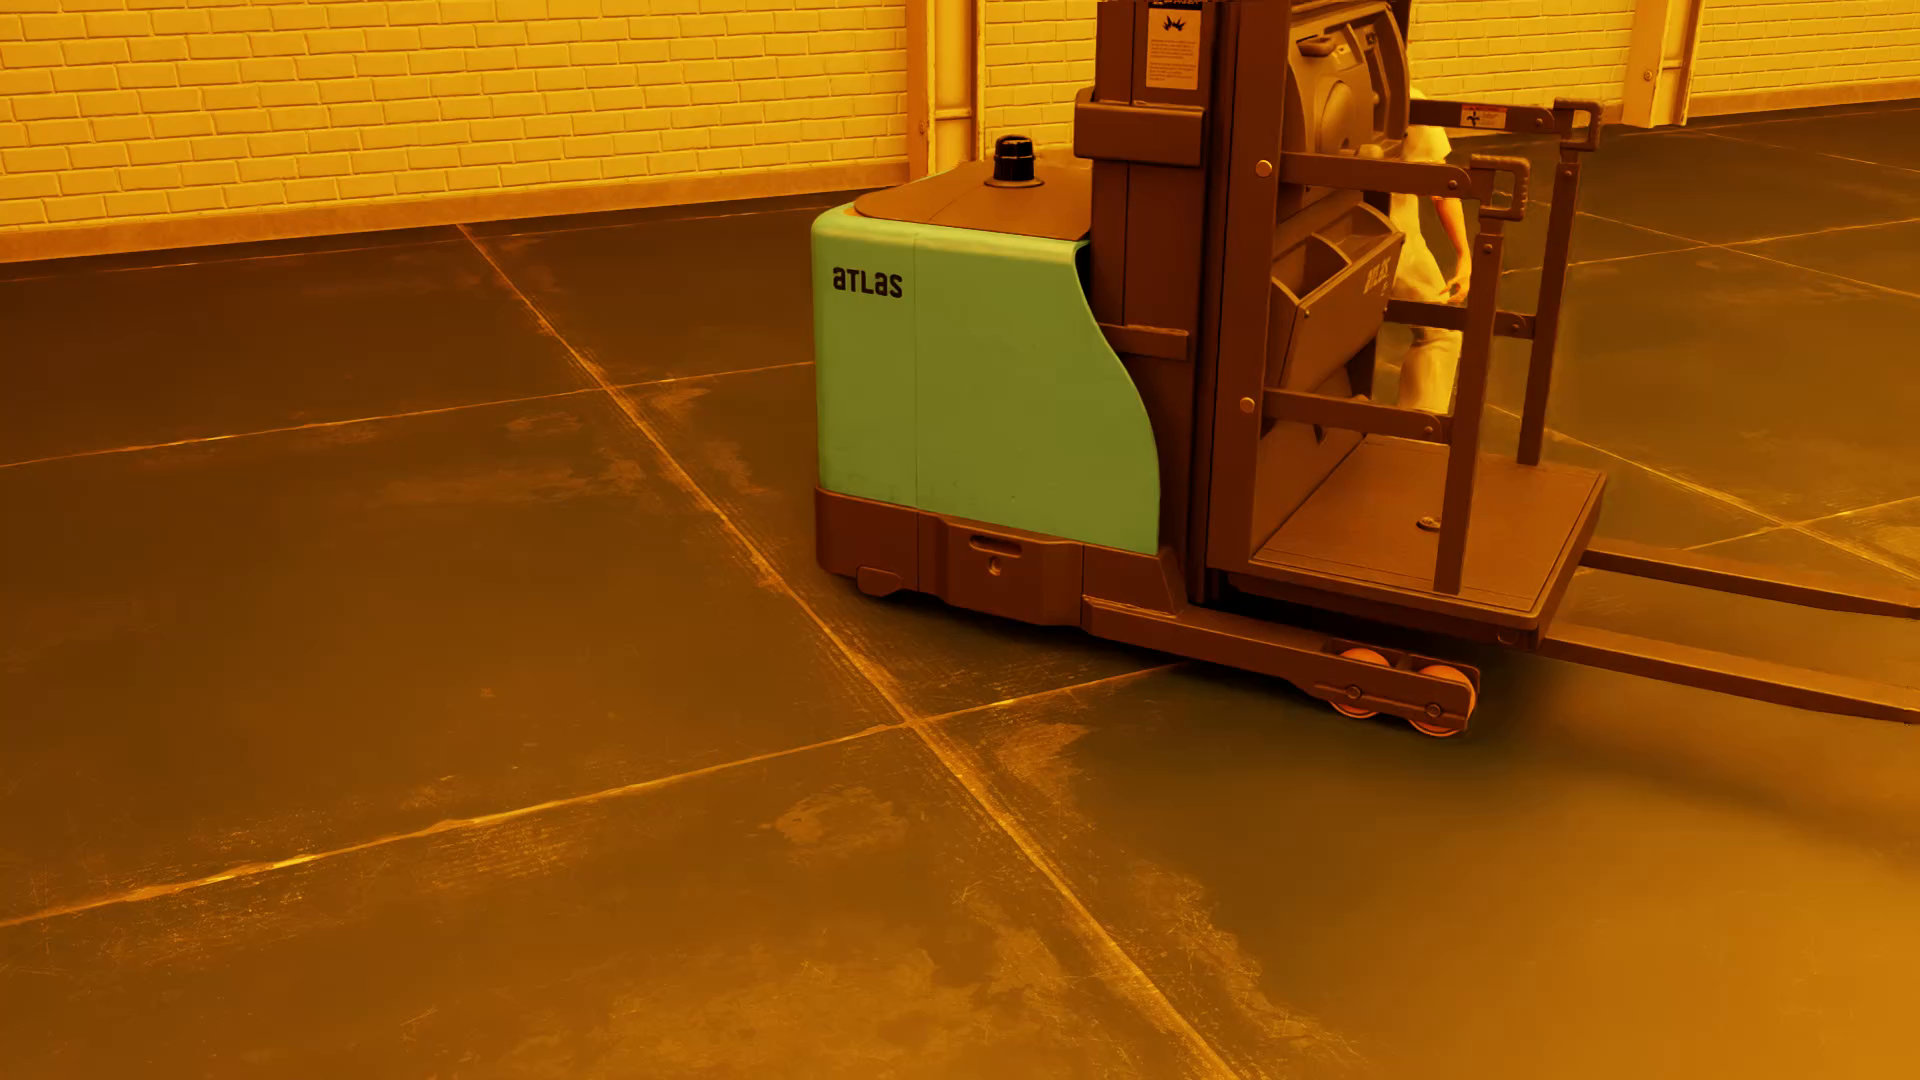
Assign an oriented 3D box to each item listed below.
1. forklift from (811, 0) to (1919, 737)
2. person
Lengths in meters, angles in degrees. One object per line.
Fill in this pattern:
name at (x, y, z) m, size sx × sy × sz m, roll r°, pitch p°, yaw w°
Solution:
forklift at (1.134, -1.117, 3.974) m, size 3.031 × 2.935 × 1.130 m, roll 12°, pitch 25°, yaw 26°
person at (1.344, -0.920, 5.264) m, size 0.599 × 1.598 × 0.825 m, roll 13°, pitch 26°, yaw 28°
